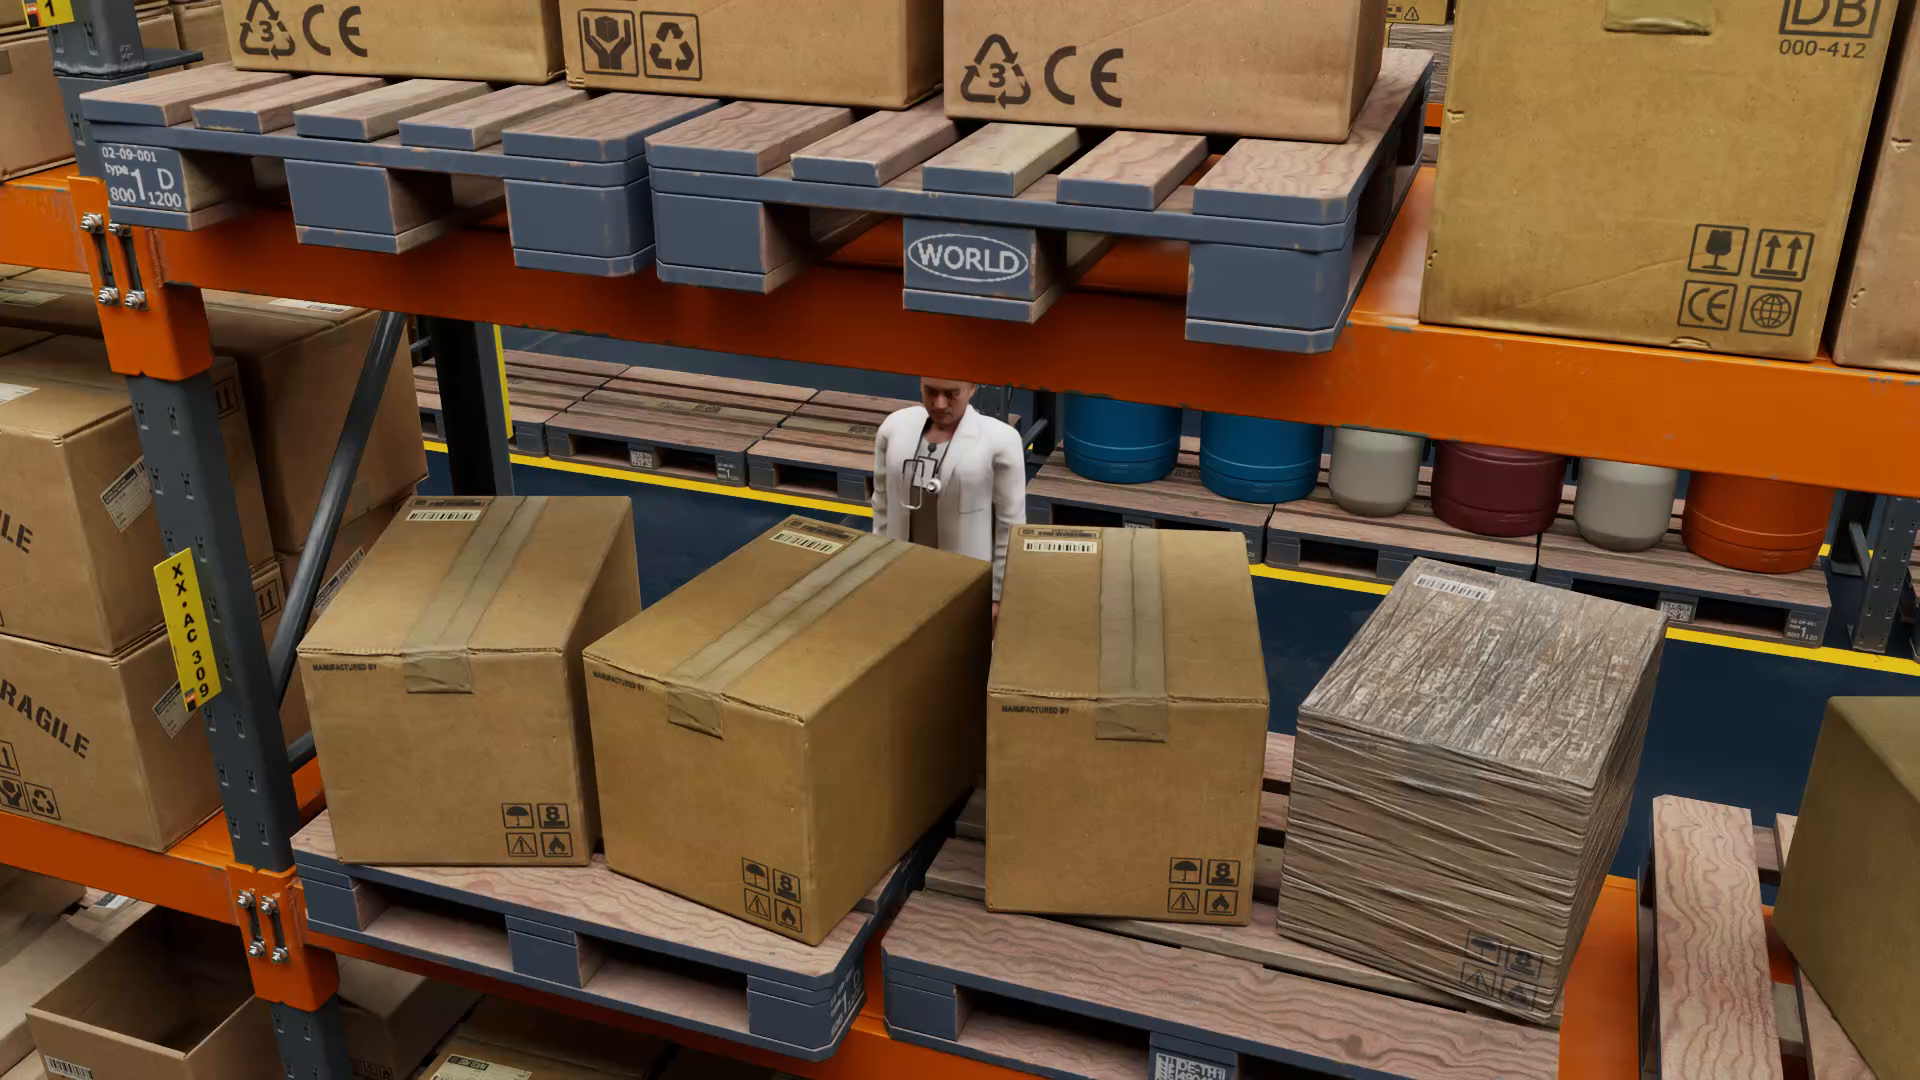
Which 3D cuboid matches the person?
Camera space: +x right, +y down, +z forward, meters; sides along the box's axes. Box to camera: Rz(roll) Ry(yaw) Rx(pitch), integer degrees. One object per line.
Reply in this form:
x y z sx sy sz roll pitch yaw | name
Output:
-0.053 0.181 5.761 0.562 1.783 0.383 9 27 19 | person
